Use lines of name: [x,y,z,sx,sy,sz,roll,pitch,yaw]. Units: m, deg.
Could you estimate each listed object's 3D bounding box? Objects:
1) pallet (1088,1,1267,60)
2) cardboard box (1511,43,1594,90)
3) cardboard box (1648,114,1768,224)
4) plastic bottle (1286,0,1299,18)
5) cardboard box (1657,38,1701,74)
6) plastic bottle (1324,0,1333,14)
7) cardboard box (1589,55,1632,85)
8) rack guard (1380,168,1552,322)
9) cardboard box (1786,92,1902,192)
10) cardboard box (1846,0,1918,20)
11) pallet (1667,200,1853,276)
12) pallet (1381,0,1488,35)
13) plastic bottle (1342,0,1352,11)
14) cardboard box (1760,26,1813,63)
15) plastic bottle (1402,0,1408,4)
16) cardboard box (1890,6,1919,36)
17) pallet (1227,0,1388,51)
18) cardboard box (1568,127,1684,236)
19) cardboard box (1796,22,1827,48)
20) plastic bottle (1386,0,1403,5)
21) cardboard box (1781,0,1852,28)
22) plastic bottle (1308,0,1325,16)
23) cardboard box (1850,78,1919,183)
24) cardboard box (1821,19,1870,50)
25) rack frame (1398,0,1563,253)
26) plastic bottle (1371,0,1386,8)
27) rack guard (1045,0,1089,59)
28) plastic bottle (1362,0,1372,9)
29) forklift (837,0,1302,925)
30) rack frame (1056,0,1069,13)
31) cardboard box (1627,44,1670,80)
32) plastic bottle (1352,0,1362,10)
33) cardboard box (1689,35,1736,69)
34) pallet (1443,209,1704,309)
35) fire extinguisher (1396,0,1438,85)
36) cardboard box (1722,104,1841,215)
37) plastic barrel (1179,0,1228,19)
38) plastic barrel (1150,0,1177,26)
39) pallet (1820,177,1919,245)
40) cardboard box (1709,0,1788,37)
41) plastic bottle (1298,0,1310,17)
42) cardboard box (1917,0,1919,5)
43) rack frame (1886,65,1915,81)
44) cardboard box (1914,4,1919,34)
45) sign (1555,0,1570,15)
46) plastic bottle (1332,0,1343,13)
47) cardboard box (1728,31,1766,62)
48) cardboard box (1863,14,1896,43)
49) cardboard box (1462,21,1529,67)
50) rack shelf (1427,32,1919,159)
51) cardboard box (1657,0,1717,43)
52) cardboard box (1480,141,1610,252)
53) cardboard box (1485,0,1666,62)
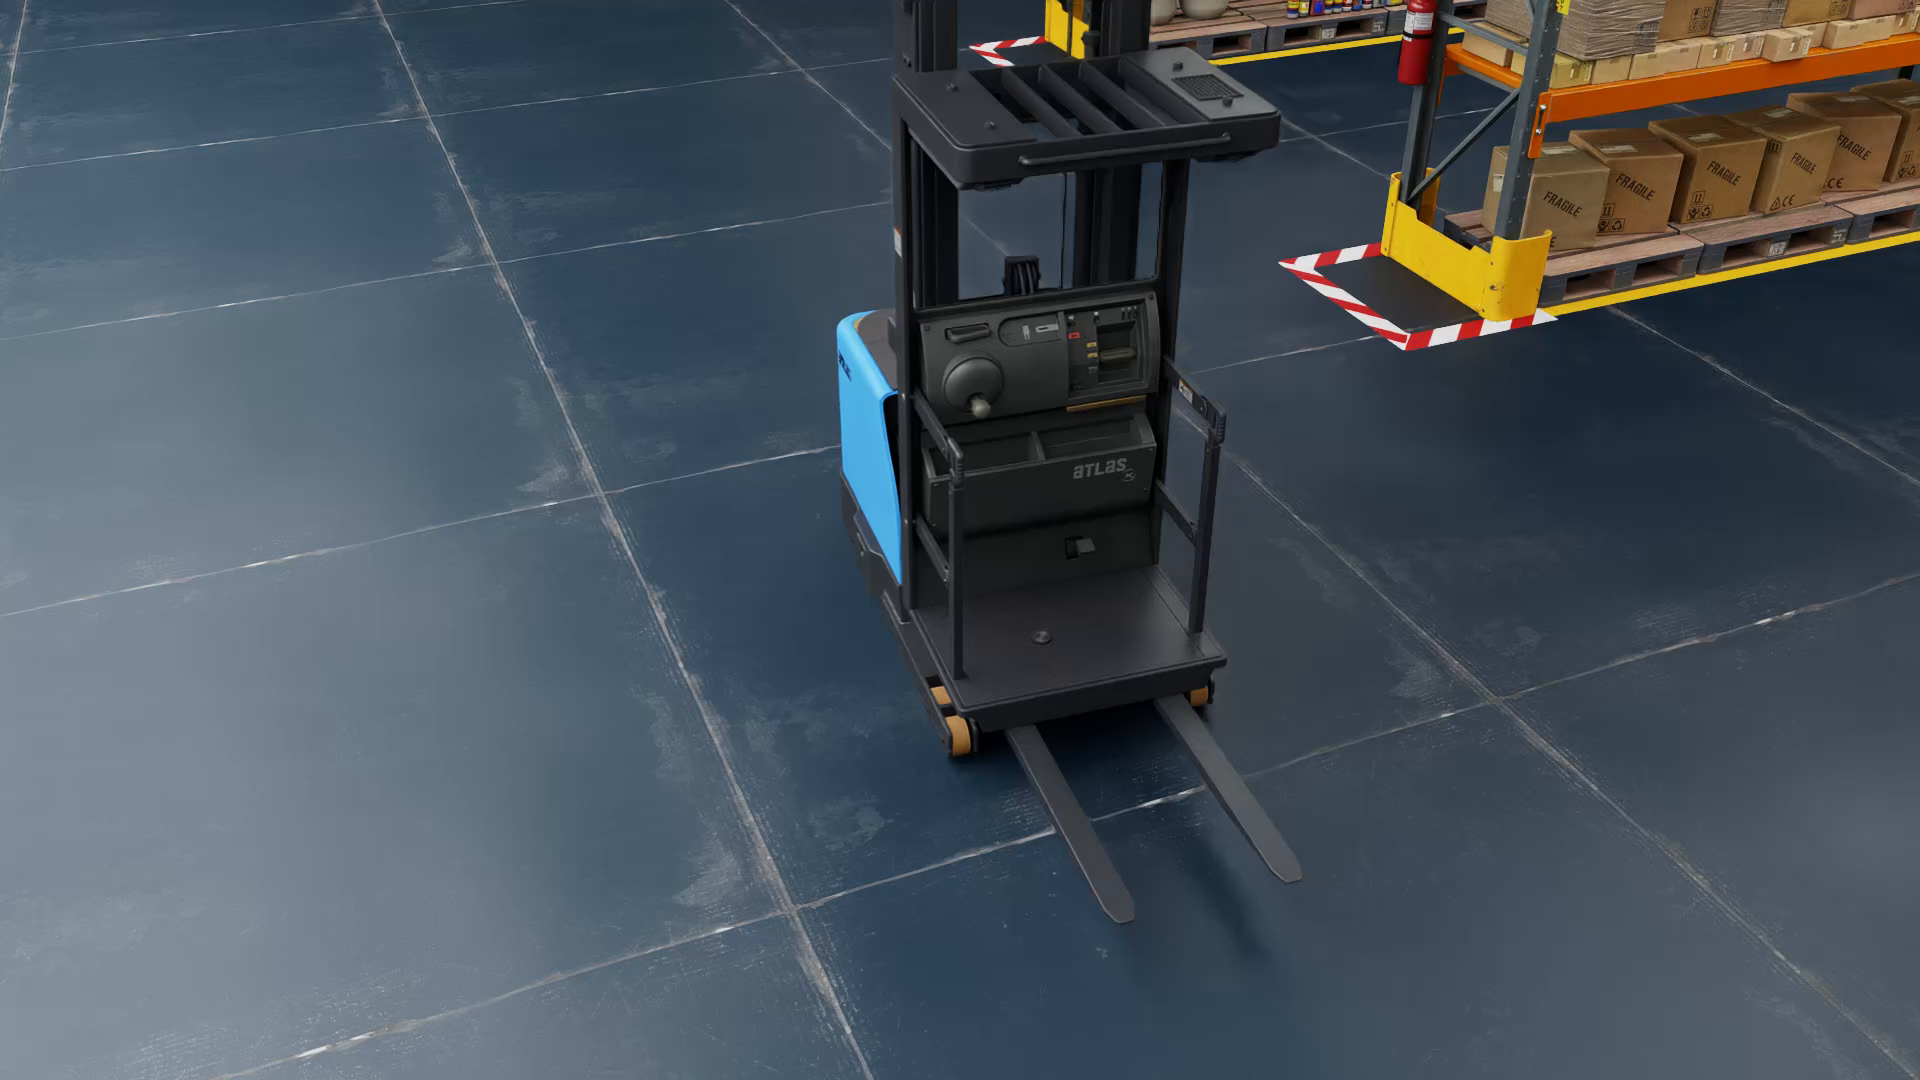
pallet: [1.852,-4.364,14.264,1.213,0.211,1.003,-13,35,-19]
cardboard box: [3.321,-2.669,9.332,0.250,0.149,0.380,-13,35,-19]
cardboard box: [4.671,-2.352,10.521,0.500,0.500,0.500,-10,34,-14]
plastic bottle: [2.841,-4.591,14.154,0.097,0.271,0.097,0,33,0]
cardboard box: [4.018,-2.820,9.565,0.250,0.149,0.380,-13,35,-19]
plastic bottle: [3.157,-4.664,14.266,0.097,0.271,0.097,0,33,0]
cardboard box: [3.559,-2.712,9.398,0.250,0.149,0.380,-13,35,-19]
rack guard: [3.036,-1.802,10.061,0.348,0.500,1.175,-13,35,-19]
cardboard box: [5.745,-2.618,10.930,0.500,0.500,0.500,-2,33,-4]
cardboard box: [5.319,-3.537,10.071,0.500,0.500,0.875,-13,35,-19]
pallet: [4.922,-2.090,10.769,1.213,0.211,1.003,-13,35,-19]
pallet: [4.101,-4.879,15.056,1.213,0.211,1.003,-13,35,-19]
plastic bottle: [3.340,-4.676,14.349,0.097,0.201,0.097,0,33,0]
cardboard box: [4.742,-2.937,9.744,0.250,0.149,0.380,-13,35,-19]
plastic bottle: [3.943,-4.838,14.523,0.133,0.283,0.061,-11,35,-16]
cardboard box: [5.613,-3.214,10.170,0.250,0.149,0.380,-13,35,-19]
pallet: [2.975,-4.620,14.656,1.213,0.211,1.003,-13,35,-19]
cardboard box: [4.086,-2.229,10.332,0.500,0.500,0.500,-4,33,-6]
cardboard box: [4.921,-3.056,9.927,0.250,0.149,0.380,-13,35,-19]
plastic bottle: [3.780,-4.853,14.484,0.185,0.351,0.144,-13,35,-19]
cardboard box: [4.842,-3.452,9.941,0.500,0.500,0.875,-13,35,-19]
plastic bottle: [3.057,-4.635,14.210,0.133,0.283,0.061,-12,35,-18]
cardboard box: [6.270,-2.742,11.121,0.500,0.500,0.500,-14,36,-20]
cardboard box: [5.181,-3.071,9.949,0.250,0.149,0.380,-13,35,-19]
rack frame: [2.966,-2.834,9.355,0.127,3.000,1.000,-13,35,-19]
plastic bottle: [3.628,-4.790,14.455,0.135,0.276,0.152,-12,35,-18]
rack guard: [1.100,-4.316,13.926,0.348,0.500,1.175,-13,35,-19]
plastic bottle: [3.530,-4.720,14.416,0.097,0.201,0.097,0,33,0]
forklift: [0.375,-0.632,6.034,1.130,2.935,3.031,-10,34,-15]
rack frame: [1.049,-5.325,13.183,0.127,3.000,1.000,-13,35,-19]
cardboard box: [3.795,-2.757,9.468,0.250,0.149,0.380,-13,35,-19]
plastic bottle: [3.436,-4.728,14.364,0.097,0.271,0.097,0,33,0]
cardboard box: [4.251,-2.870,9.640,0.250,0.149,0.380,-13,35,-19]
pallet: [3.799,-1.835,10.376,1.213,0.211,1.003,-13,35,-19]
fire extinguisher: [2.682,-3.009,9.695,0.183,0.674,0.296,-13,35,-19]
cardboard box: [5.203,-2.447,10.667,0.500,0.500,0.500,-16,36,-23]
plastic barrel: [2.088,-4.741,14.182,0.421,0.512,0.421,0,33,0]
plastic barrel: [1.626,-4.635,14.019,0.421,0.512,0.421,0,33,0]
pallet: [6.049,-2.350,11.168,1.213,0.211,1.003,-13,35,-19]
cardboard box: [4.376,-3.353,9.788,0.500,0.500,0.875,-13,35,-19]
plastic bottle: [2.936,-4.584,14.207,0.097,0.201,0.097,0,33,0]
cardboard box: [5.741,-3.693,10.311,0.500,0.500,0.875,-13,35,-19]
rack frame: [6.654,-3.678,10.653,0.127,3.000,1.000,-13,35,-19]
cardboard box: [5.894,-3.200,10.149,0.250,0.149,0.380,-13,35,-19]
sign: [3.176,-2.924,8.700,0.005,0.325,0.100,-13,35,-19]
plastic bottle: [3.249,-4.685,14.298,0.097,0.271,0.097,0,33,0]
cardboard box: [4.471,-2.936,9.743,0.250,0.149,0.380,-13,35,-19]
cardboard box: [5.398,-3.141,10.057,0.250,0.149,0.380,-13,35,-19]
cardboard box: [3.149,-2.893,9.676,0.250,0.149,0.380,-13,35,-19]
rack shelf: [4.810,-2.955,10.200,4.000,0.370,1.077,-13,35,-19]
cardboard box: [3.898,-3.269,9.659,0.500,0.500,0.875,-13,35,-19]
cardboard box: [3.548,-2.086,10.112,0.500,0.500,0.500,-7,34,-10]
cardboard box: [3.484,-3.103,9.404,0.500,0.500,0.875,-13,35,-19]
